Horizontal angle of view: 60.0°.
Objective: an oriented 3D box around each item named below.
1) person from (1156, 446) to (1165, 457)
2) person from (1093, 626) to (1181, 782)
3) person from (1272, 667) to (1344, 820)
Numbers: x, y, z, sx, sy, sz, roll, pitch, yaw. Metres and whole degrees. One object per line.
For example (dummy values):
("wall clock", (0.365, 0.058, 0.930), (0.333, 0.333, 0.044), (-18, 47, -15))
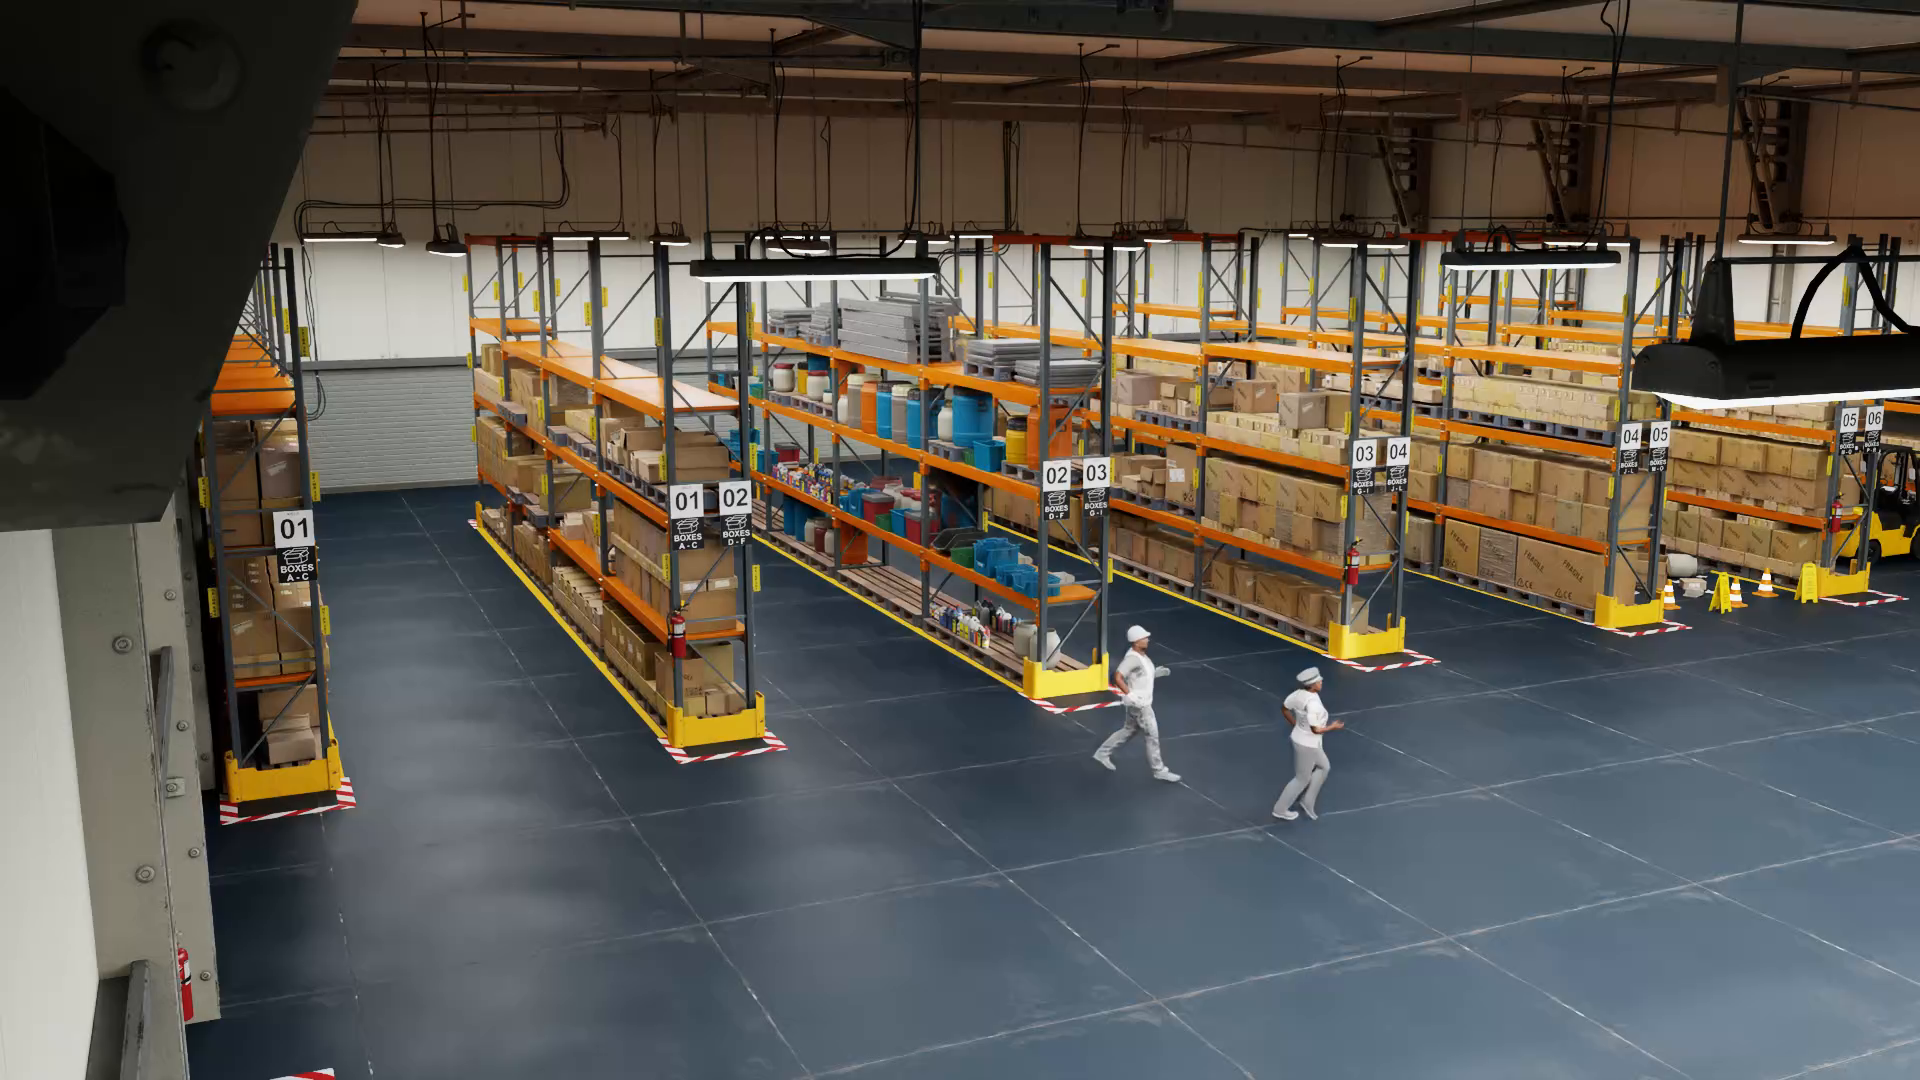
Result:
("person", (5.292, -2.722, 42.486), (0.902, 1.820, 0.673), (-4, 12, -19))
("person", (2.014, 1.835, 18.824), (0.997, 1.771, 0.683), (1, 11, 4))
("person", (3.671, 2.176, 17.536), (0.720, 1.735, 0.551), (0, 11, -2))
